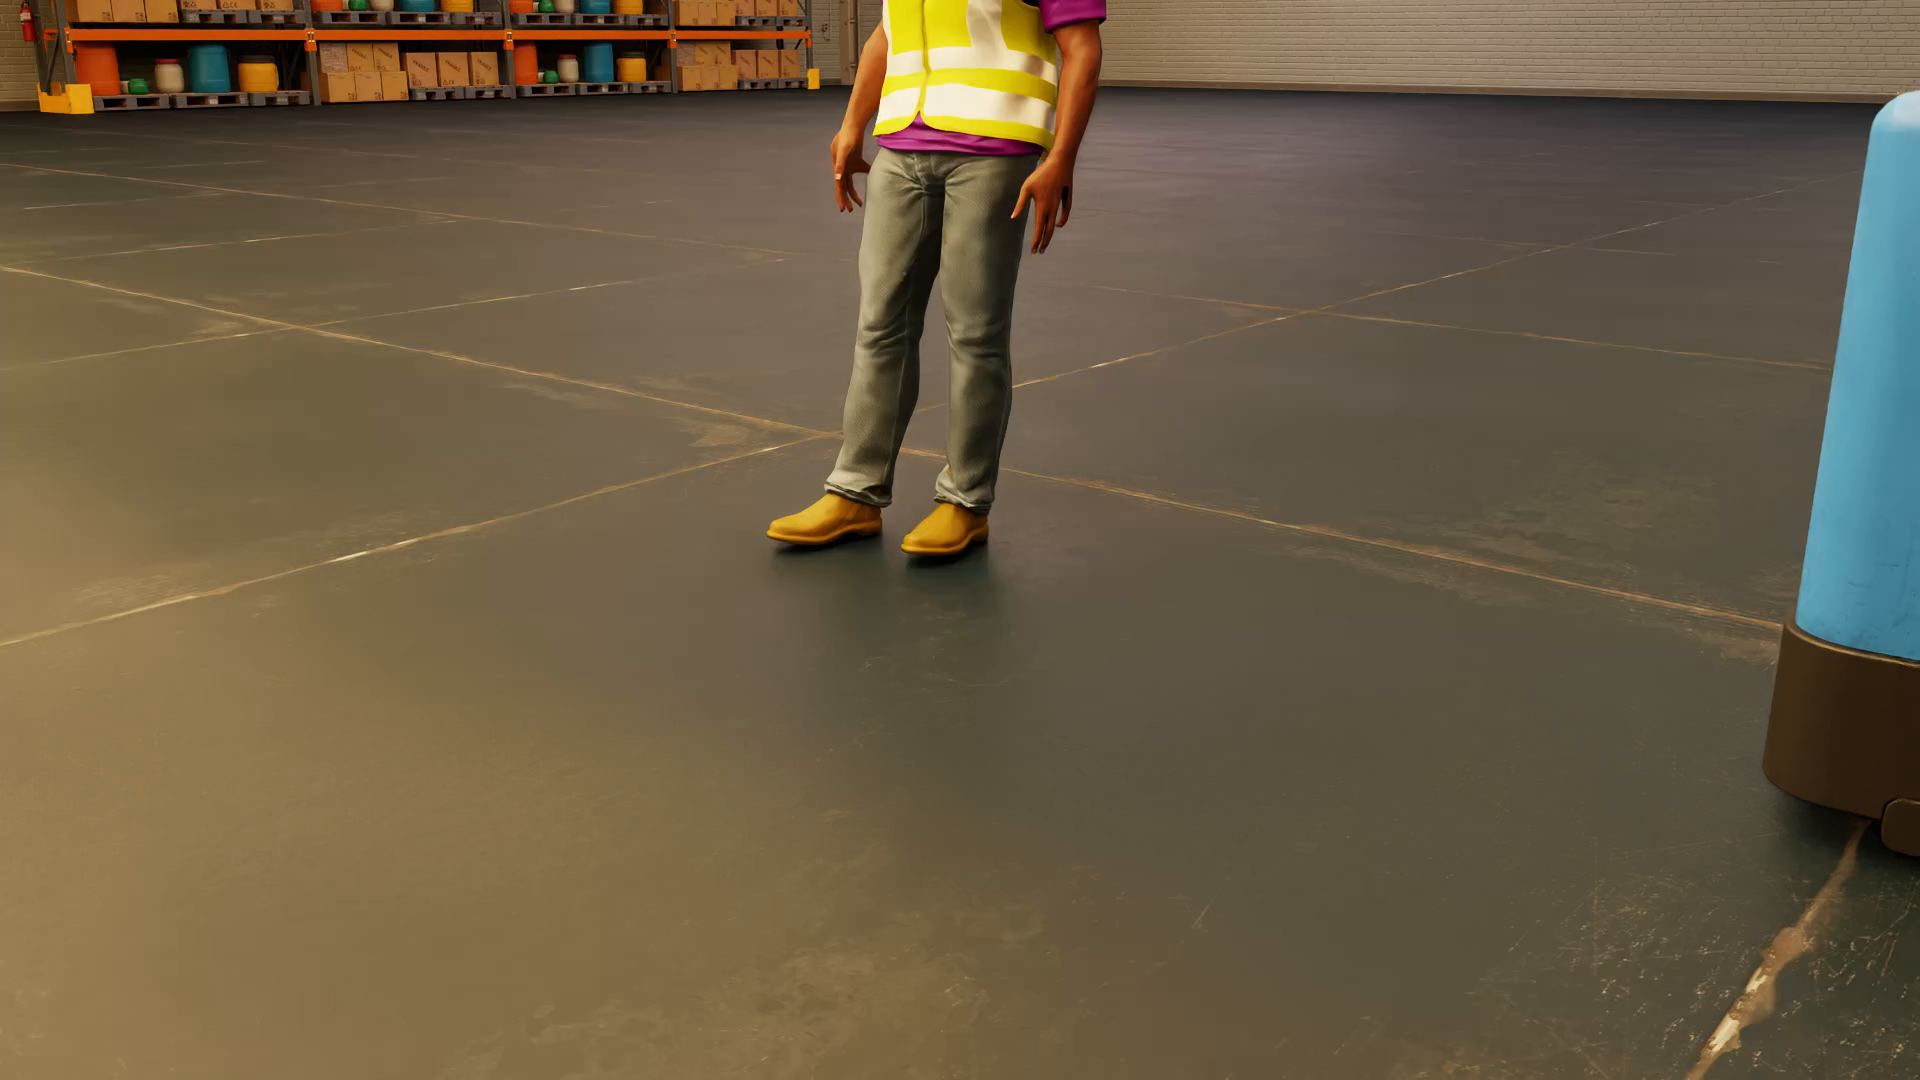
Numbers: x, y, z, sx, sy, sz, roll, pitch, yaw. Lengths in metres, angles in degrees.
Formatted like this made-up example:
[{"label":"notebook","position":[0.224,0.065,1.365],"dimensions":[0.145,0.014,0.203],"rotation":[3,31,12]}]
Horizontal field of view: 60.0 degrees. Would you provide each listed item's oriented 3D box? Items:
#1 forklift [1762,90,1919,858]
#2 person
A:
[{"label":"forklift","position":[2.691,-0.816,1.584],"dimensions":[3.031,2.935,1.130],"rotation":[13,21,36]},{"label":"person","position":[-0.049,-0.838,3.636],"dimensions":[0.666,1.765,0.577],"rotation":[13,21,37]}]
